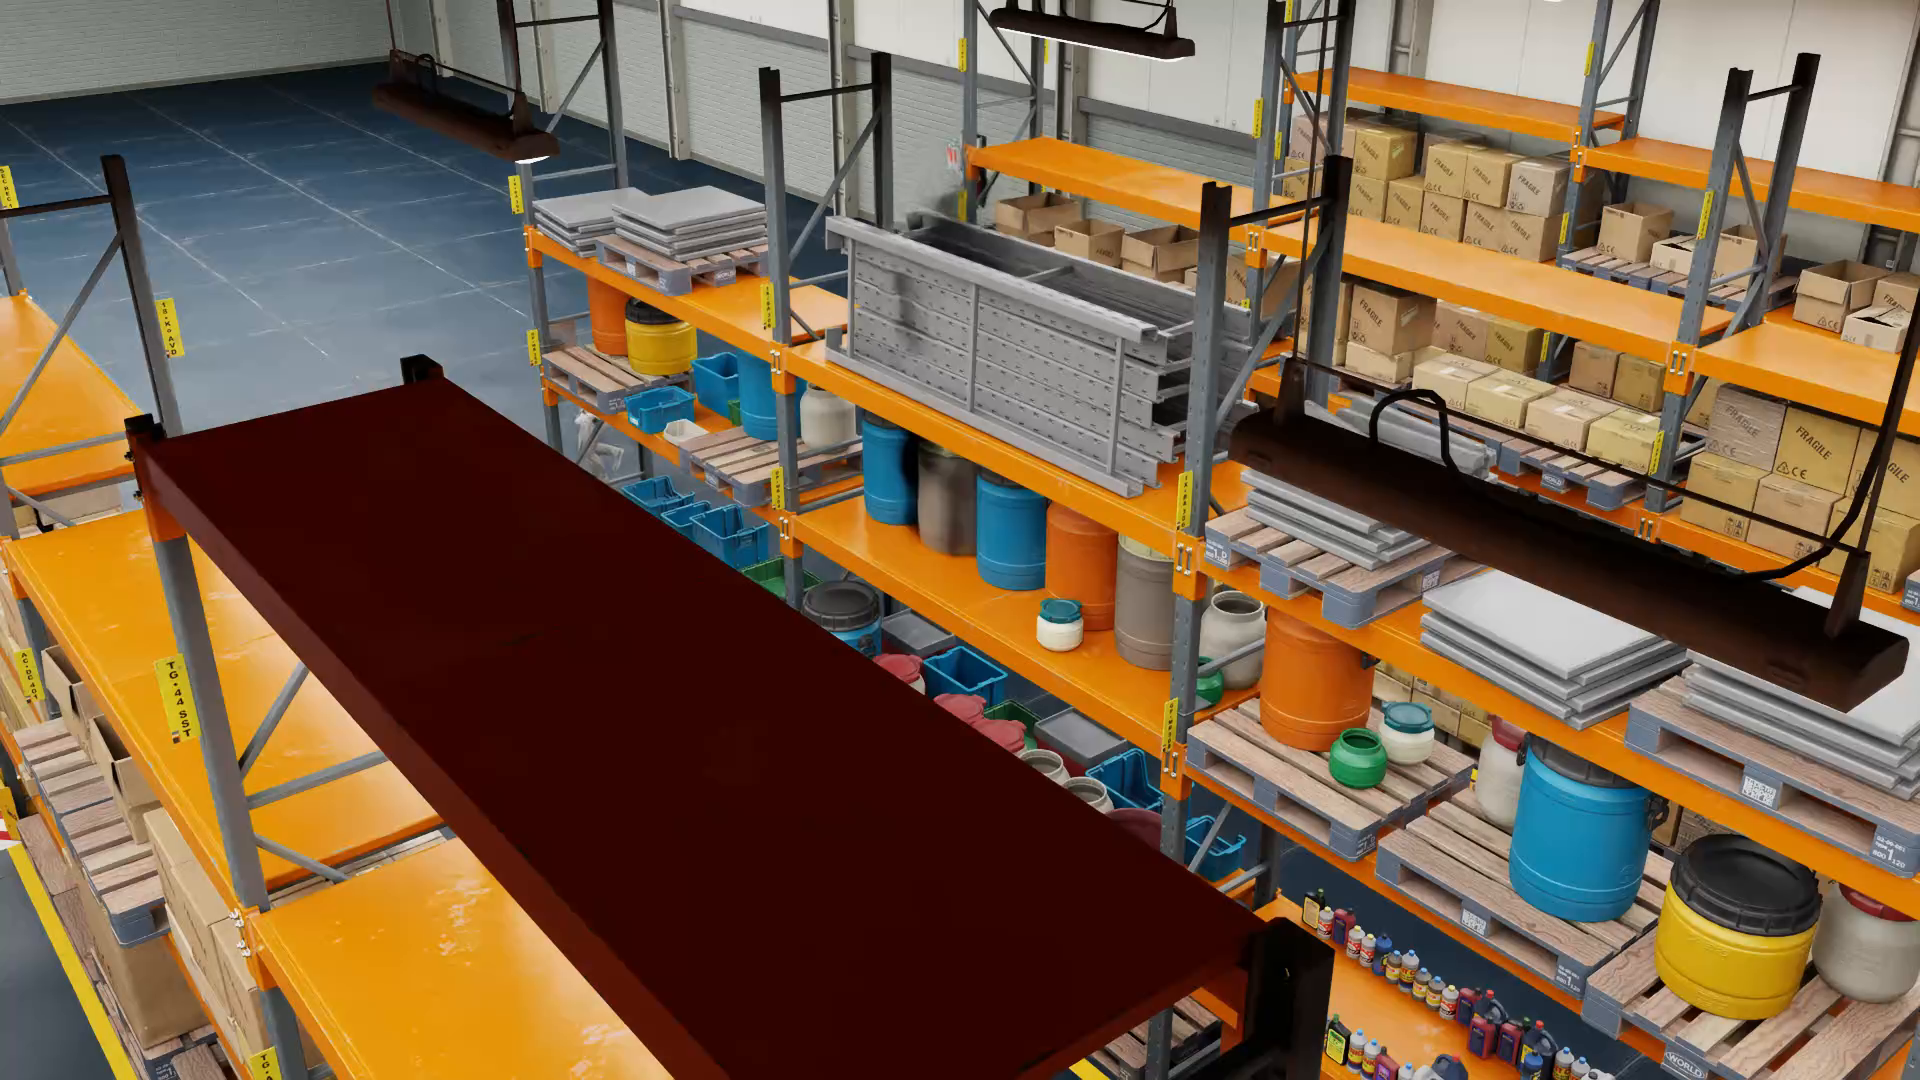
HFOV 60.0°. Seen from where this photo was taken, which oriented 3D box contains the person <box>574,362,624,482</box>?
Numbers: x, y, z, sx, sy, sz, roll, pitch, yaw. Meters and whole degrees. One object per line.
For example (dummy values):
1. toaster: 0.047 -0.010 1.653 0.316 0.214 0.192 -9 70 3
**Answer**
1. person: -4.196 -1.389 19.256 0.554 1.656 0.617 -8 27 -17
